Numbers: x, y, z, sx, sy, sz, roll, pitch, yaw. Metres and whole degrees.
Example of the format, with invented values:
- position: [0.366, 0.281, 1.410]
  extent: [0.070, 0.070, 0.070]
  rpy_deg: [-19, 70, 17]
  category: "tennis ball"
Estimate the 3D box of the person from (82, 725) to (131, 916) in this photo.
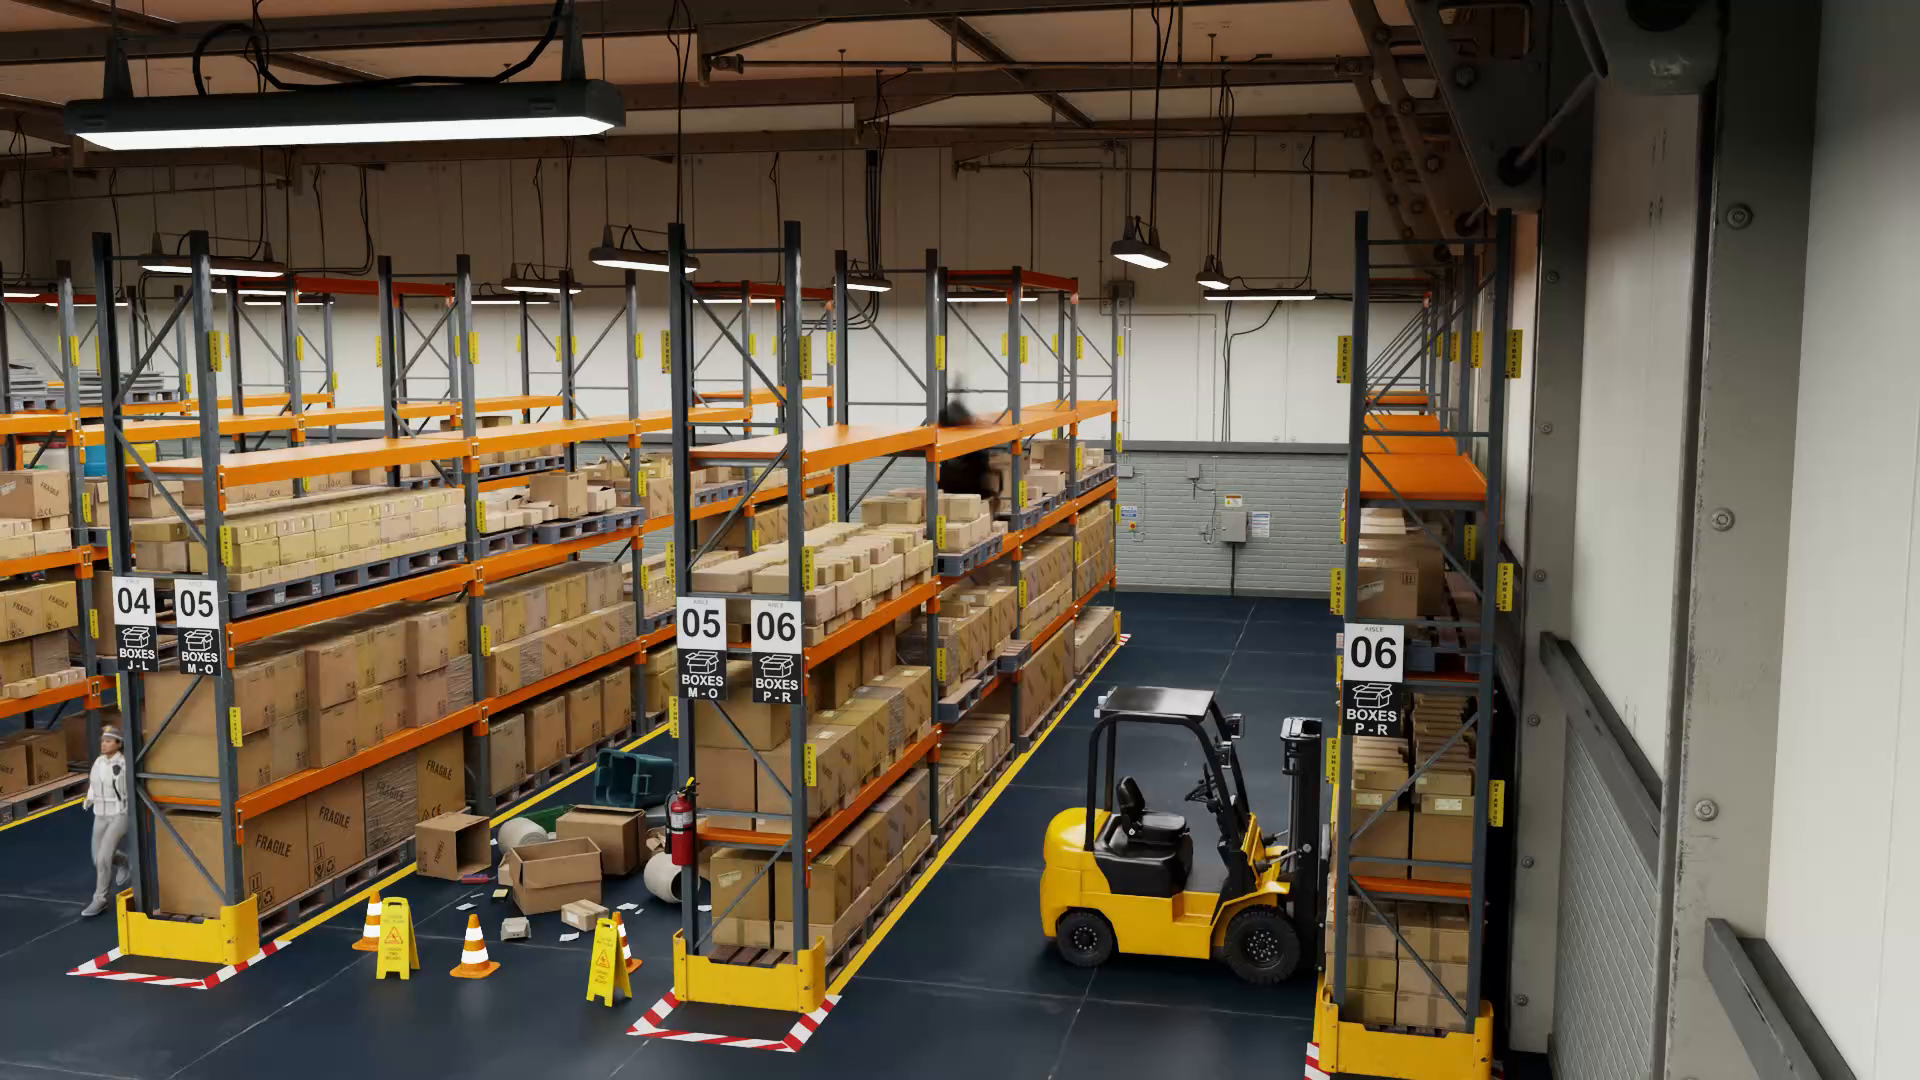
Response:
- position: [-7.731, 2.513, 15.130]
  extent: [0.630, 1.644, 0.790]
  rpy_deg: [2, 7, 14]
  category: "person"
